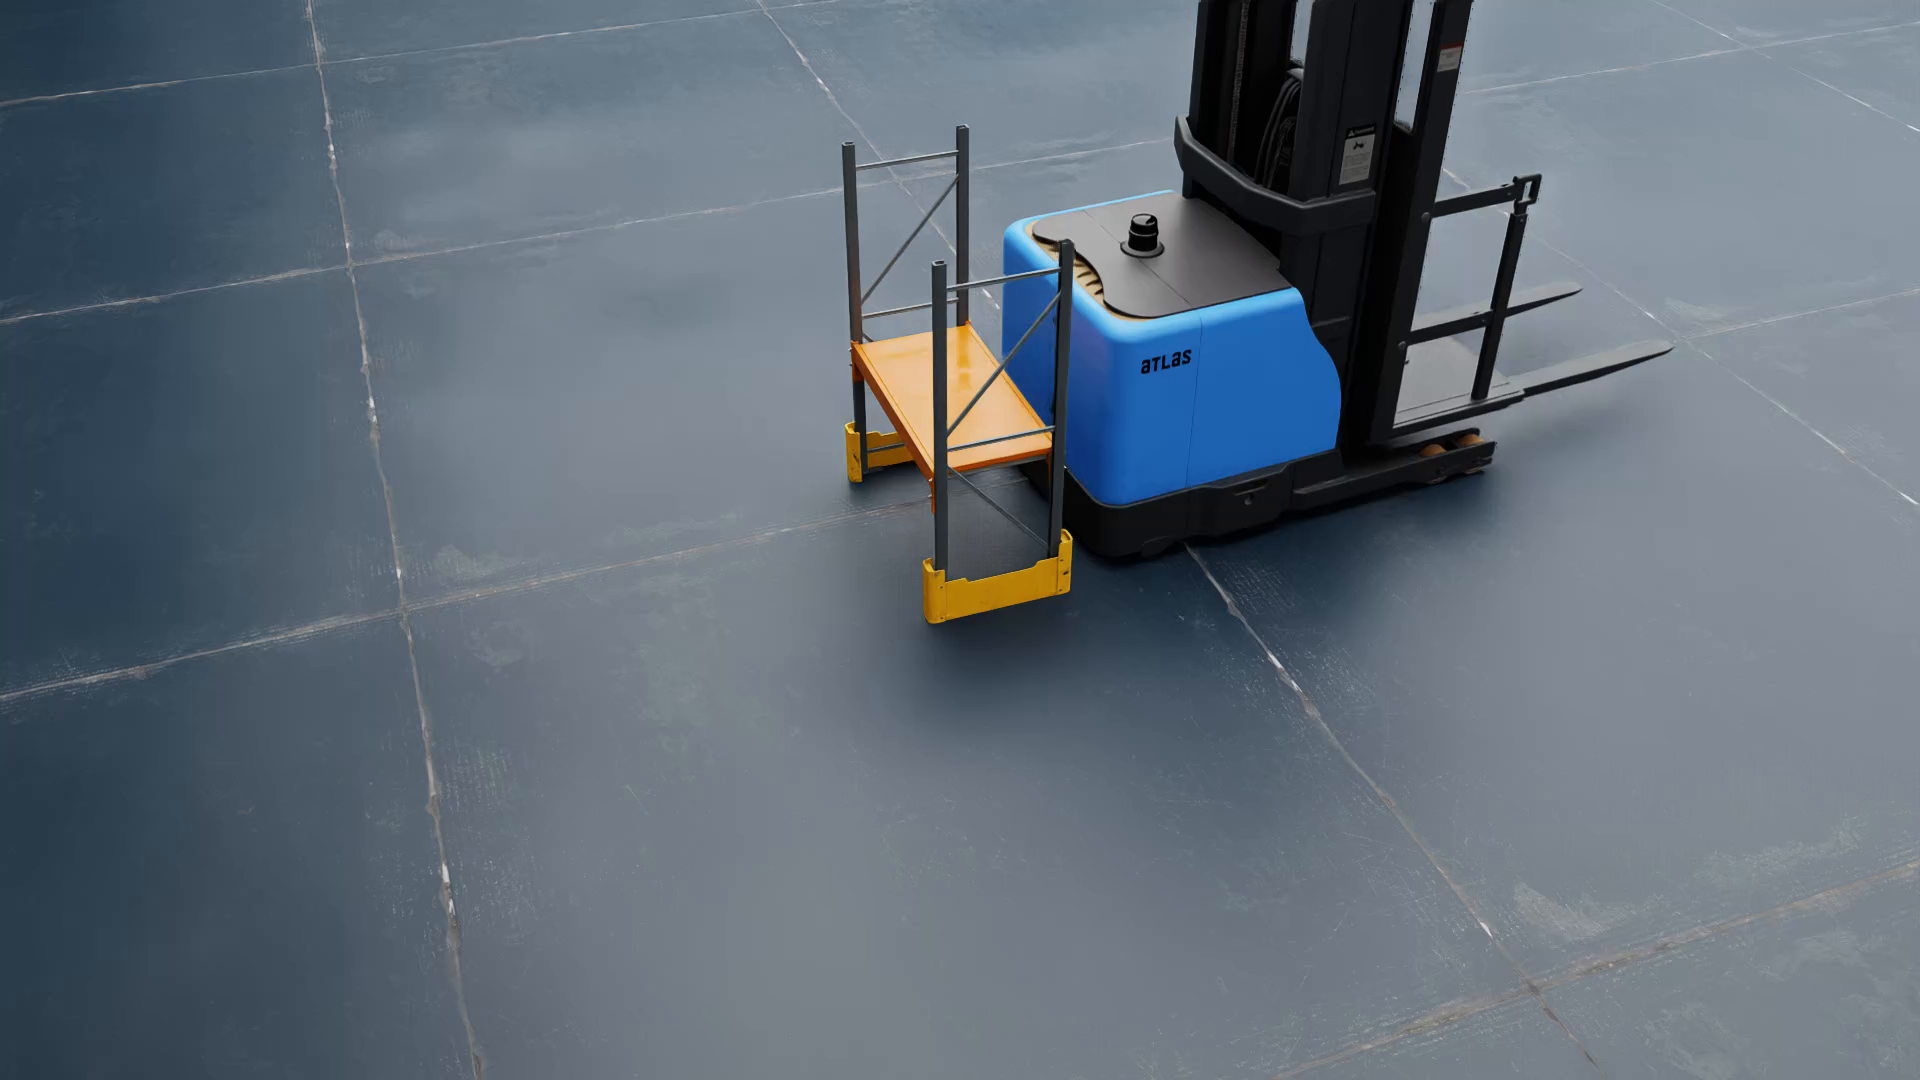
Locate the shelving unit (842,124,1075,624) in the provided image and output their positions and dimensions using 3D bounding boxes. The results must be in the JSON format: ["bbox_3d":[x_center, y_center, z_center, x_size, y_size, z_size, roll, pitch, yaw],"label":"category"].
[{"bbox_3d":[-0.026,-0.642,6.356,0.587,1.500,1.083,-12,39,-16],"label":"shelving unit"}]

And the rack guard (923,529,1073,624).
[{"bbox_3d":[0.145,0.138,6.358,0.587,0.250,0.087,-12,39,-16],"label":"rack guard"}]

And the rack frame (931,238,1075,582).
[{"bbox_3d":[0.146,-0.360,5.981,0.500,1.500,0.032,-12,39,-16],"label":"rack frame"}]

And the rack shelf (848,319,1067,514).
[{"bbox_3d":[-0.029,-0.504,6.471,0.538,0.185,1.000,-12,39,-16],"label":"rack shelf"}]

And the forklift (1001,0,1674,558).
[{"bbox_3d":[1.723,-1.684,6.549,3.031,2.935,1.130,-15,39,-19],"label":"forklift"}]

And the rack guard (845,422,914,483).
[{"bbox_3d":[-0.198,-0.424,7.105,0.587,0.250,0.087,-12,39,-16],"label":"rack guard"}]

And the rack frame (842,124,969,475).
[{"bbox_3d":[-0.204,-0.934,6.744,0.500,1.500,0.032,-12,39,-16],"label":"rack frame"}]
